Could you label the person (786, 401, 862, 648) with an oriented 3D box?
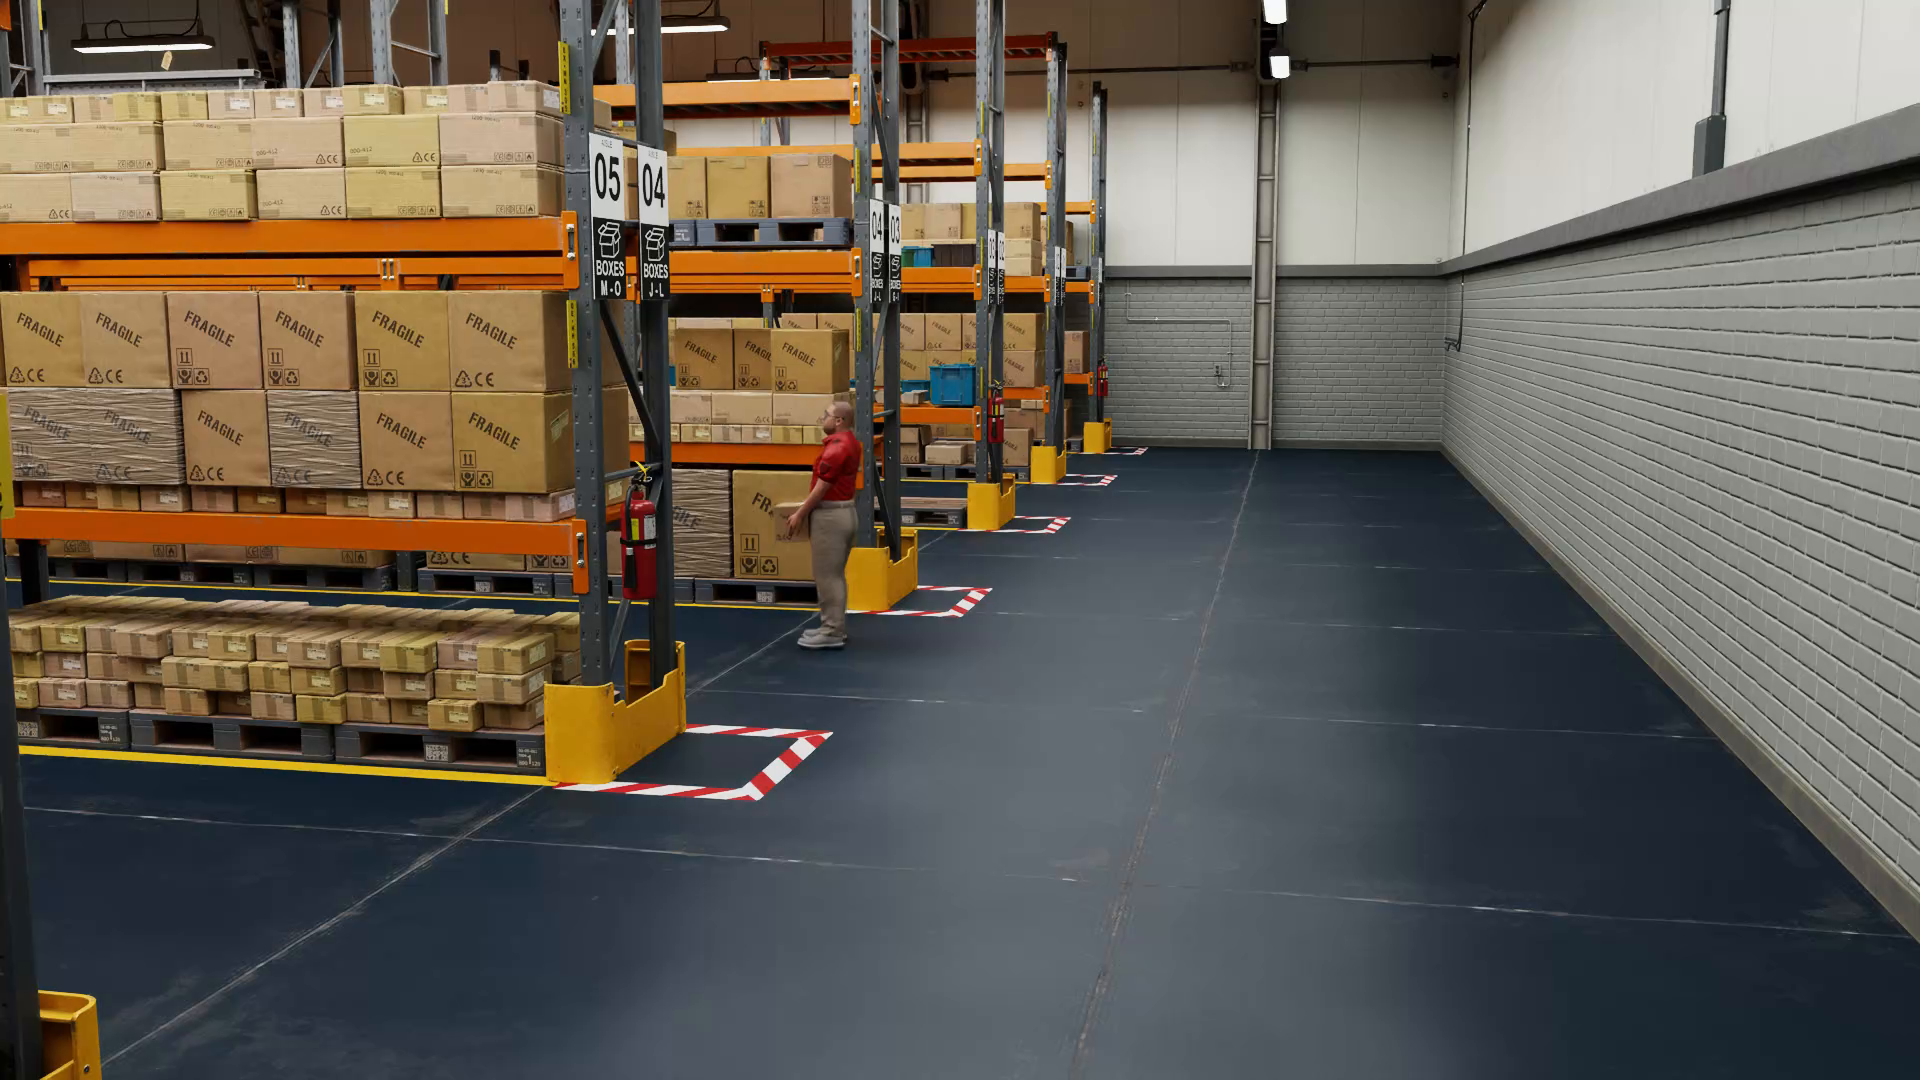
[{"bbox_3d":[-0.948,-0.112,11.672,0.481,1.729,0.550,2,8,12],"label":"person"}]
